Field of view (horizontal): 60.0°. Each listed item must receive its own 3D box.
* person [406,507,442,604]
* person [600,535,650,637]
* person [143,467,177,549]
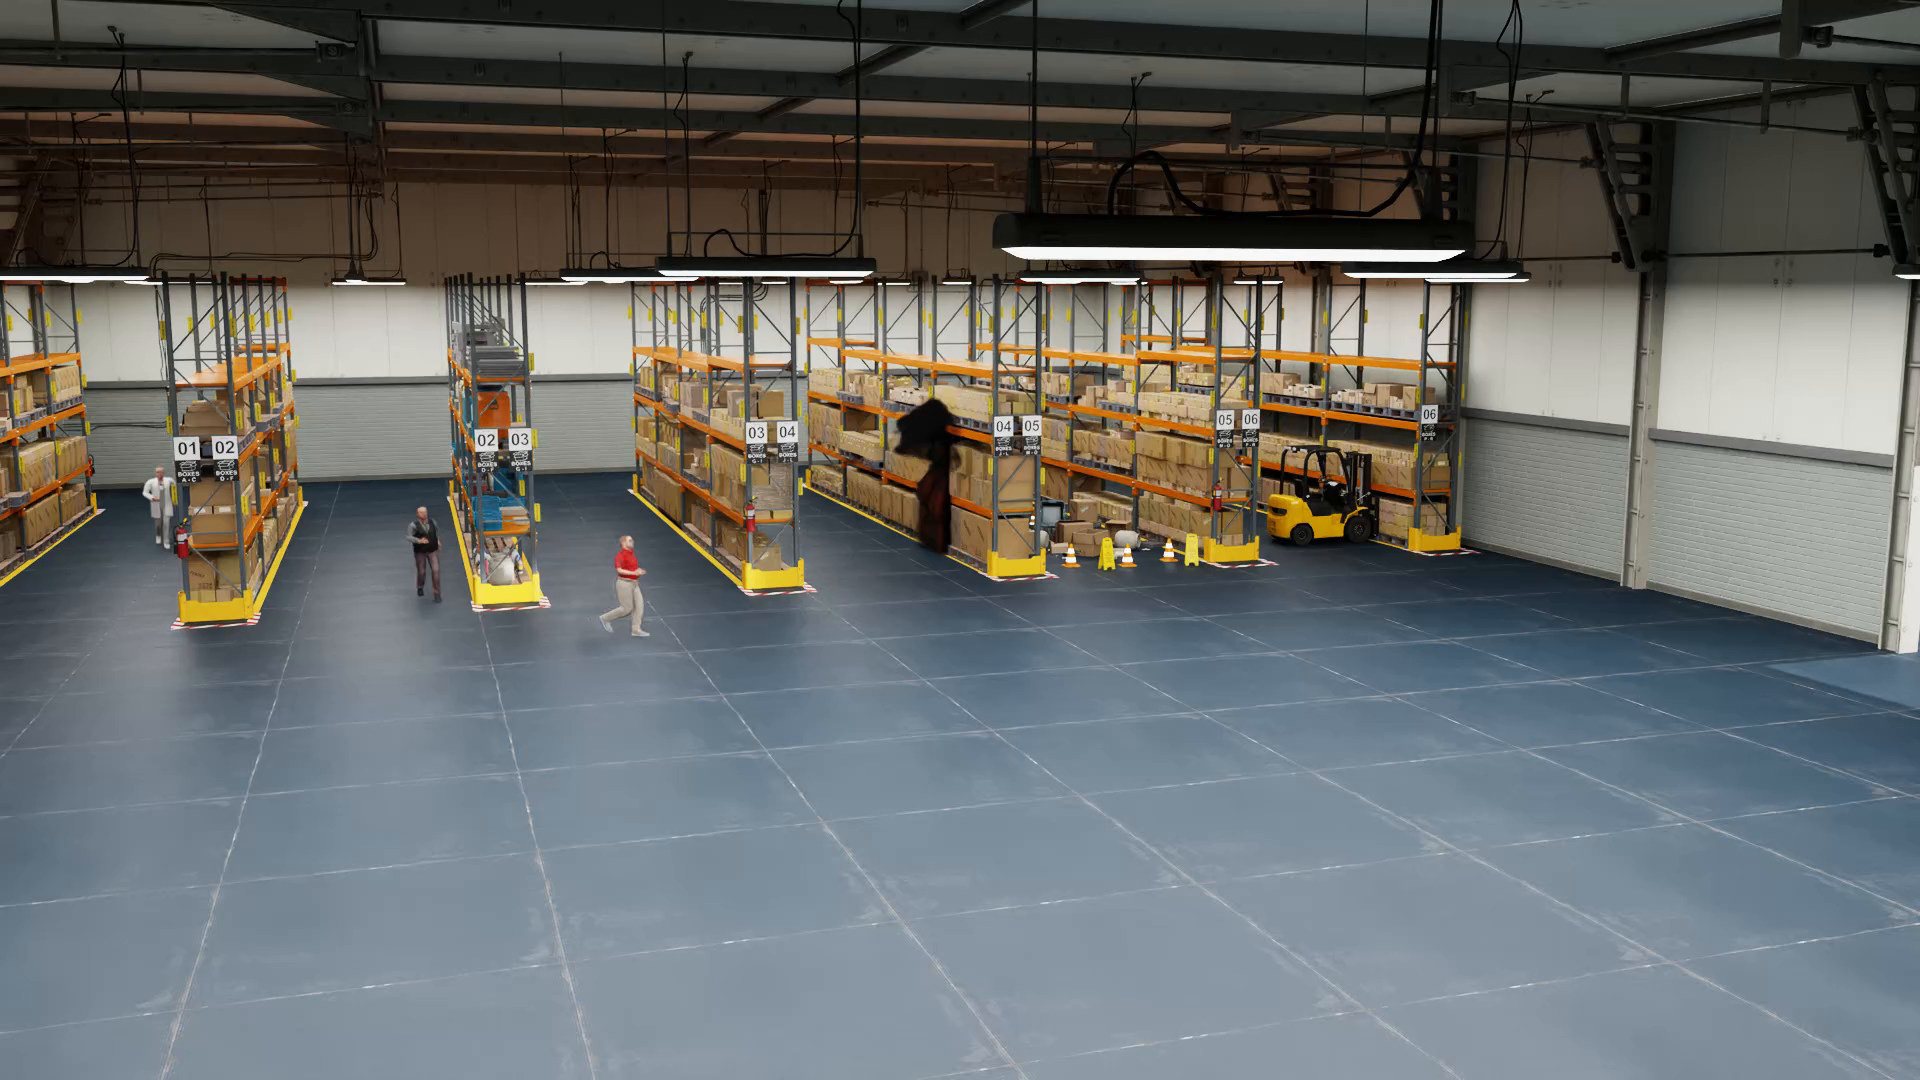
[{"bbox_3d":[-9.867,0.259,30.643,0.657,1.770,0.853,-5,10,-29],"label":"person"},{"bbox_3d":[-5.530,0.788,27.440,0.820,1.627,0.666,1,9,10],"label":"person"},{"bbox_3d":[-17.777,-0.734,37.044,0.732,1.791,0.925,-5,10,-29],"label":"person"}]
